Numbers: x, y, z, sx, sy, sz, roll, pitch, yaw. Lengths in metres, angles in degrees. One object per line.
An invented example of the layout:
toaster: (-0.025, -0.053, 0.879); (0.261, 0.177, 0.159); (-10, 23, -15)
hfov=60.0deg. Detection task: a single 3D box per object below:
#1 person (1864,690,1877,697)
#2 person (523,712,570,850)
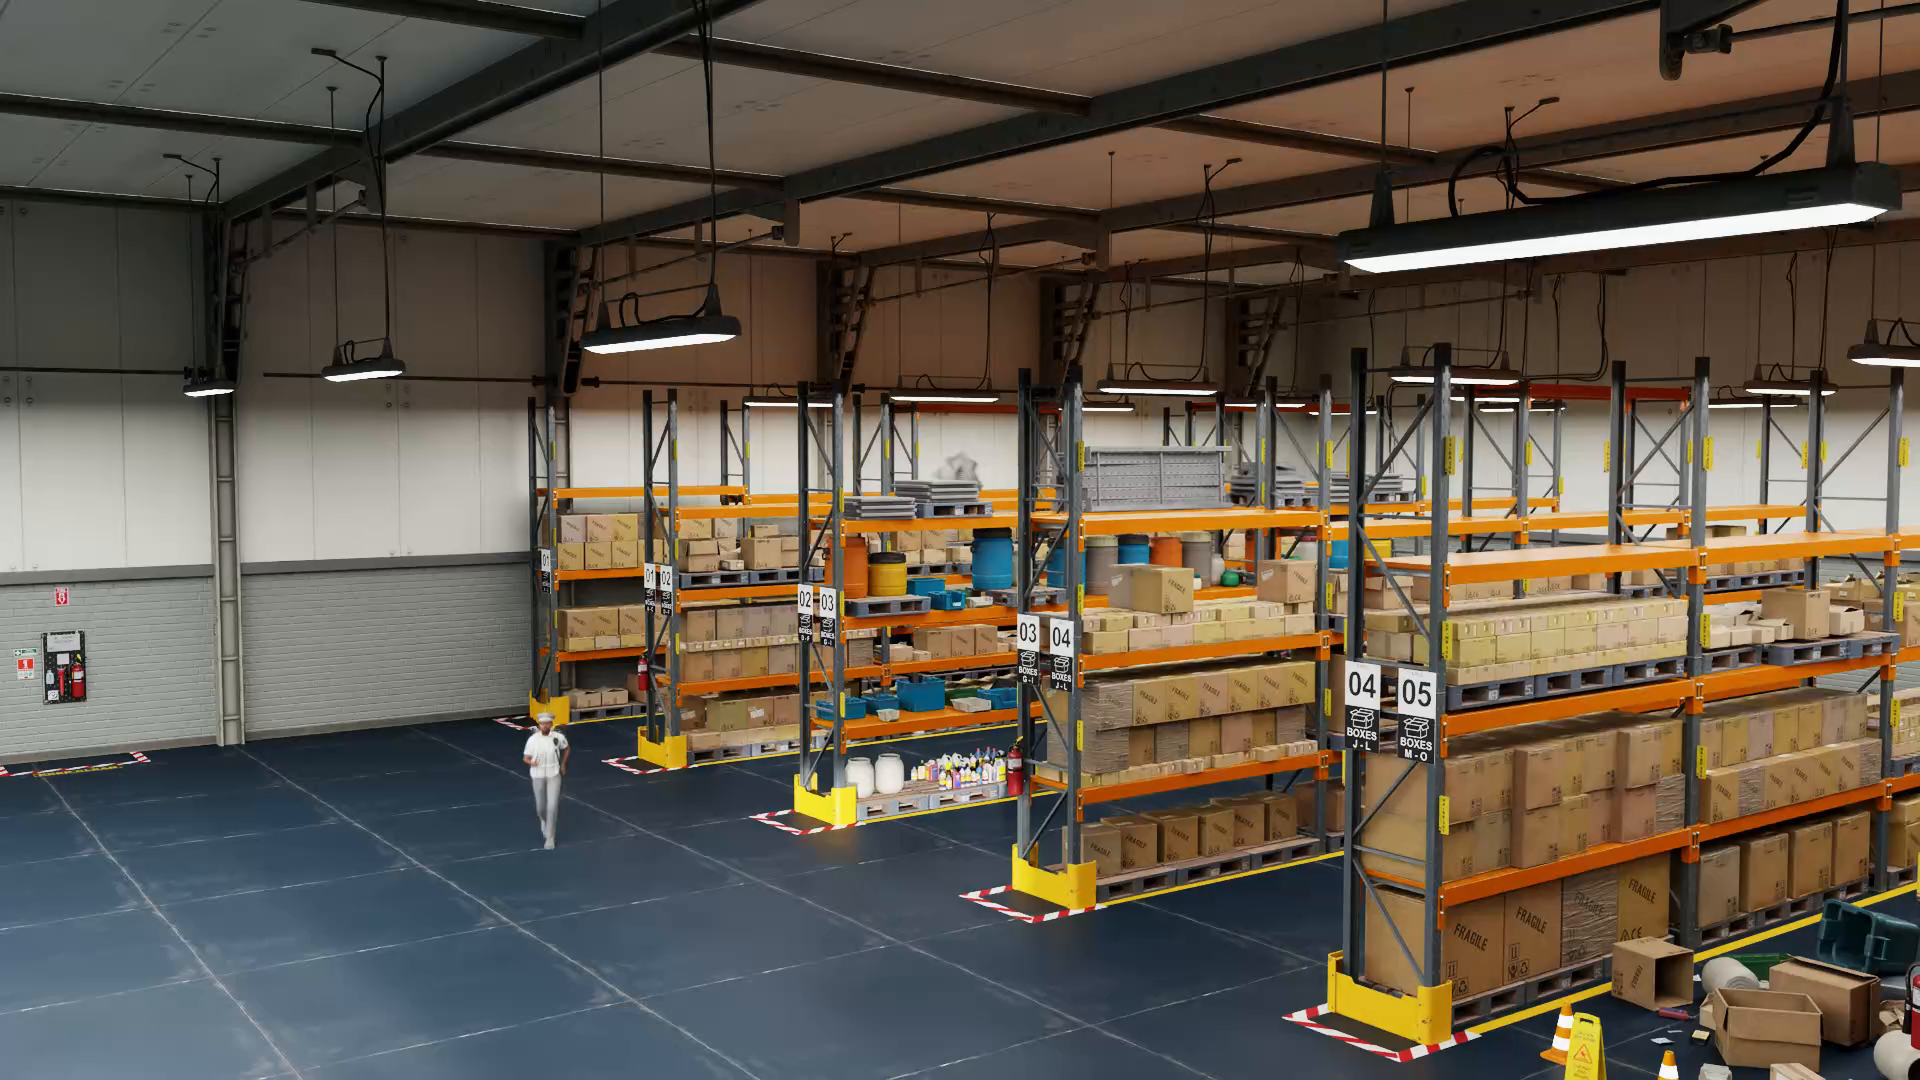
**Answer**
person: (12.855, 2.961, 23.507); (0.835, 1.698, 0.609); (-2, 4, -31)
person: (-5.307, 3.040, 21.339); (0.579, 1.698, 0.923); (-1, 3, -11)
